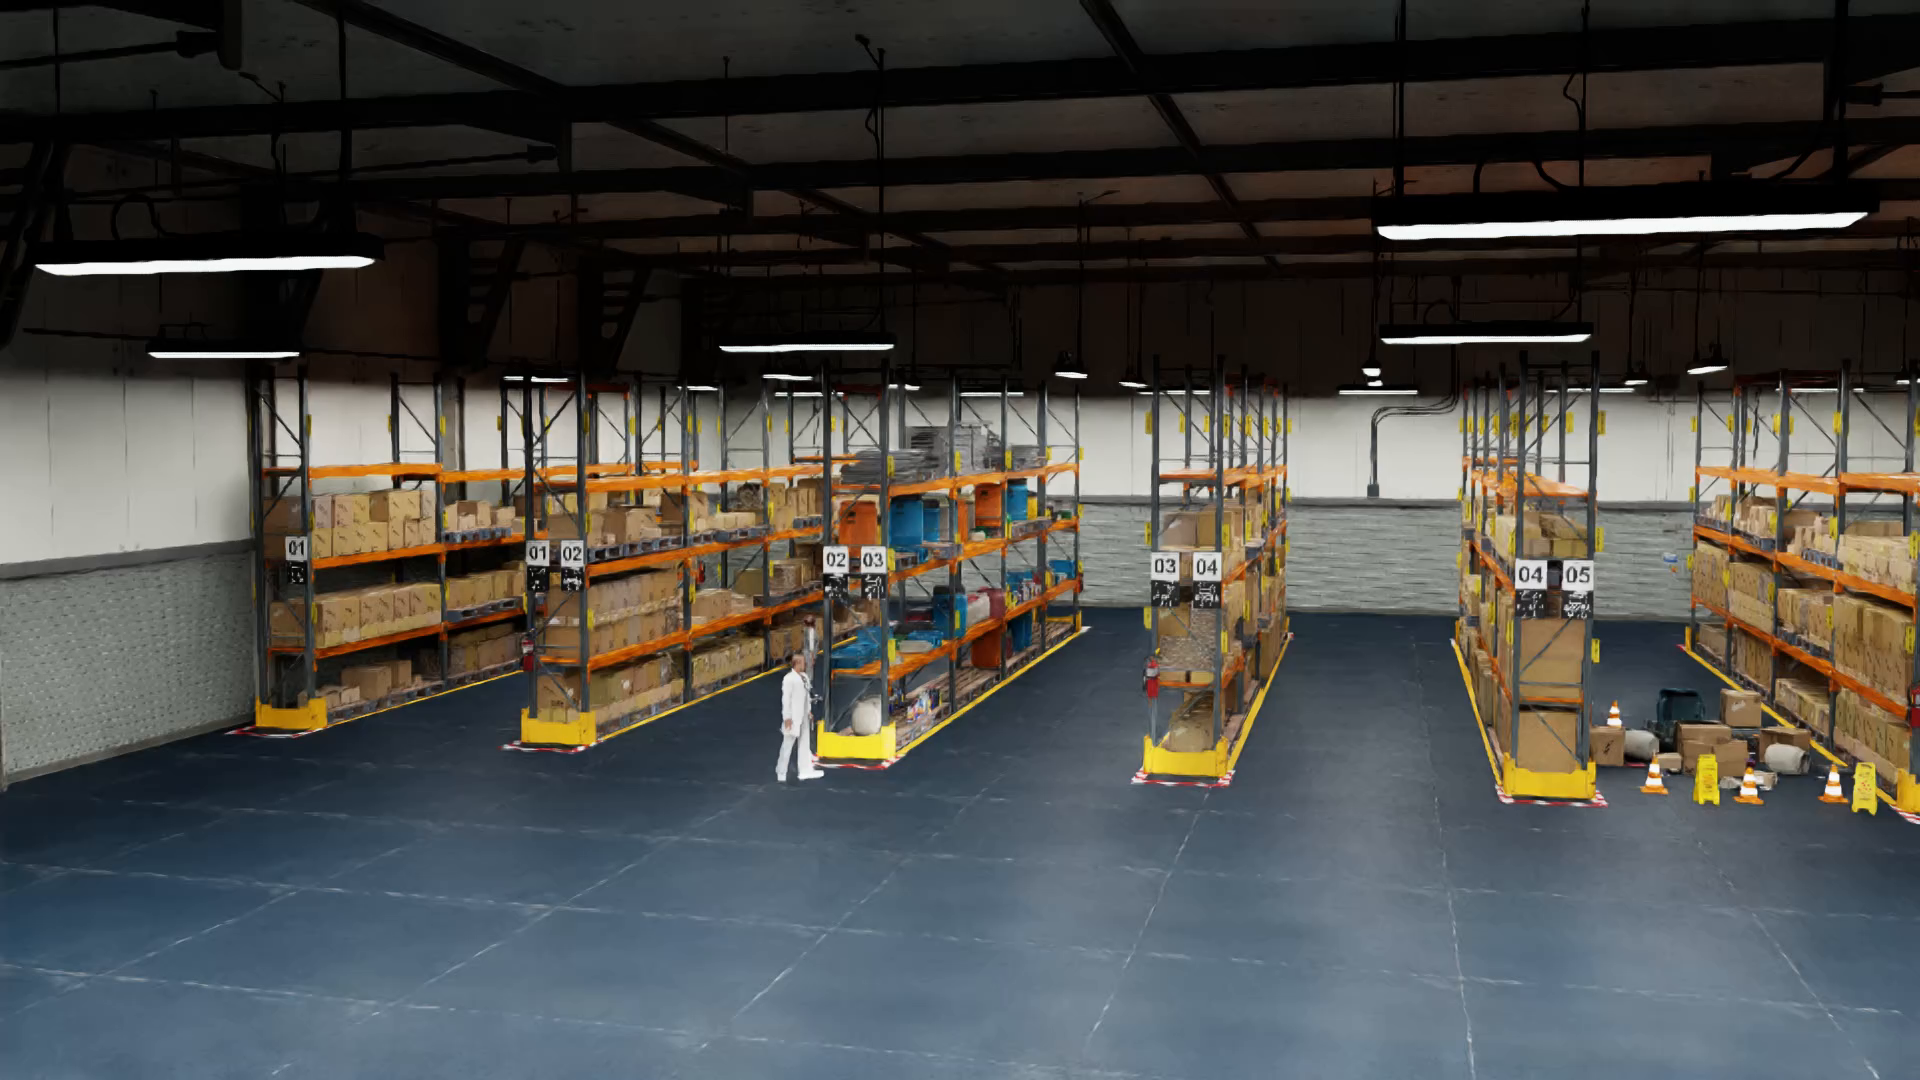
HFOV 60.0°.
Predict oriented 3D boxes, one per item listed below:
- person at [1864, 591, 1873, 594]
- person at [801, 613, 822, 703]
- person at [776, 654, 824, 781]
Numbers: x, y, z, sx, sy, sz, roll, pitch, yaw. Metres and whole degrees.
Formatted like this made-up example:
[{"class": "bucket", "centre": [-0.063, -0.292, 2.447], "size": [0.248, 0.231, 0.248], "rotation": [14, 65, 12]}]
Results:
[{"class": "person", "centre": [20.499, 1.581, 37.617], "size": [0.680, 1.659, 0.498], "rotation": [-1, 4, -13]}, {"class": "person", "centre": [-2.682, 2.122, 30.021], "size": [0.406, 1.600, 0.468], "rotation": [-1, 4, -15]}, {"class": "person", "centre": [-2.311, 2.490, 23.459], "size": [0.543, 1.778, 0.684], "rotation": [2, 4, 26]}]
